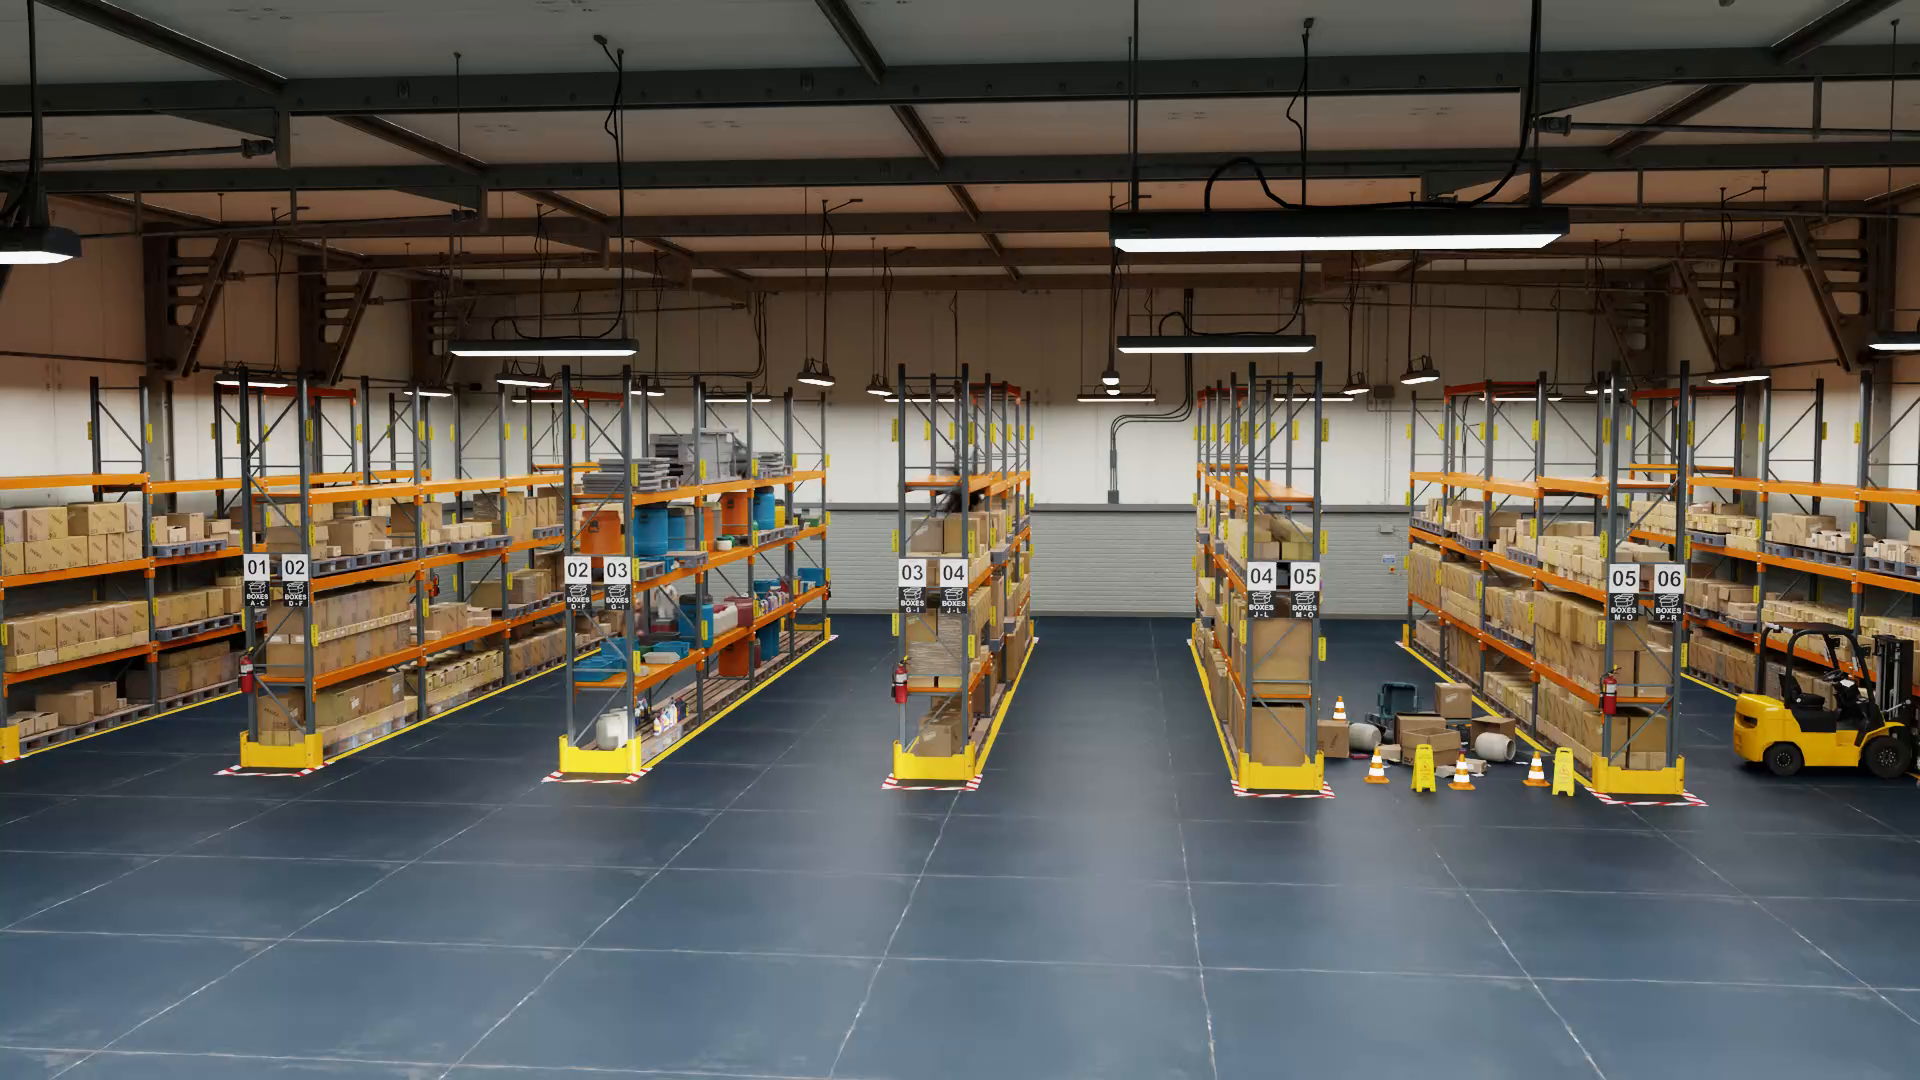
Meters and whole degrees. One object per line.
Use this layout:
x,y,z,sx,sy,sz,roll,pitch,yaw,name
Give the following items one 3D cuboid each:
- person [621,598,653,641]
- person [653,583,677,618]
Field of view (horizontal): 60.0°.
-6.367,2.024,32.707,0.691,1.739,0.662,0,4,-2,person
-6.935,1.658,39.146,0.589,1.711,0.854,0,4,-5,person
